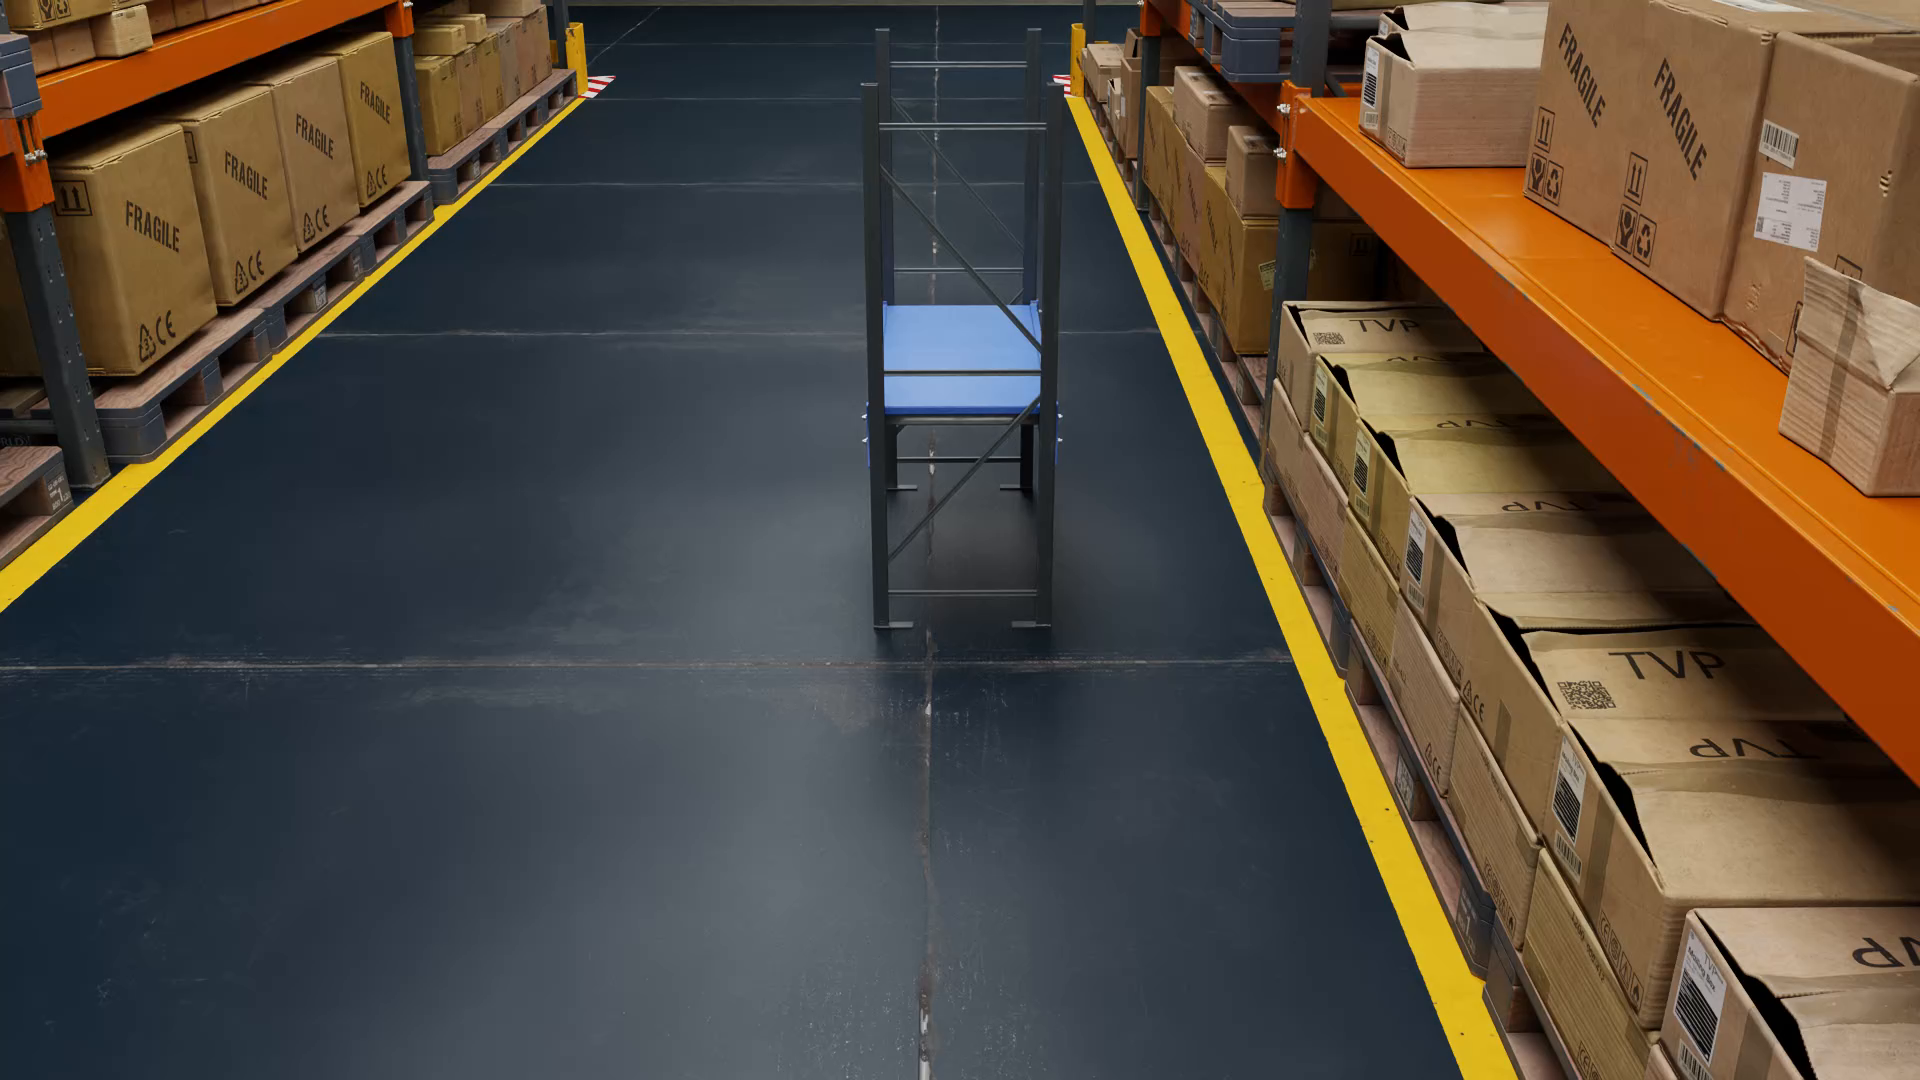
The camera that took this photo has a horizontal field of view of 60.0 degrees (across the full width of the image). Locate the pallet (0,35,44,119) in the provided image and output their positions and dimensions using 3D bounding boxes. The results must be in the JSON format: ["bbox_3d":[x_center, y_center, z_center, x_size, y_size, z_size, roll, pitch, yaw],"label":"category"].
[{"bbox_3d":[-3.304,-1.173,4.437,1.213,0.211,1.003,0,24,-1],"label":"pallet"}]

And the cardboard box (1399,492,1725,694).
[{"bbox_3d":[1.271,0.084,3.571,0.500,0.311,0.500,-1,24,-1],"label":"cardboard box"}]

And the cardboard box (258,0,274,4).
[{"bbox_3d":[-3.205,-2.435,7.275,0.380,0.149,0.250,-1,24,-2],"label":"cardboard box"}]

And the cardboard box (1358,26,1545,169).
[{"bbox_3d":[1.351,-1.168,4.300,0.500,0.311,0.500,-1,24,-1],"label":"cardboard box"}]

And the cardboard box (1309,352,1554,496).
[{"bbox_3d":[1.261,-0.338,4.504,0.500,0.311,0.500,-1,24,-2],"label":"cardboard box"}]

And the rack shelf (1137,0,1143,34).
[{"bbox_3d":[1.469,-3.722,10.713,1.077,0.370,4.000,0,24,-1],"label":"rack shelf"}]

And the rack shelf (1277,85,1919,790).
[{"bbox_3d":[1.557,-0.426,3.425,1.077,0.370,4.000,0,24,-1],"label":"rack shelf"}]

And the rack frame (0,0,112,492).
[{"bbox_3d":[-3.418,-1.554,5.046,1.000,3.000,0.127,0,24,-1],"label":"rack frame"}]

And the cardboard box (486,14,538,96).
[{"bbox_3d":[-3.392,-3.409,11.671,0.700,0.500,0.500,0,24,-1],"label":"cardboard box"}]

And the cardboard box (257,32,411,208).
[{"bbox_3d":[-3.325,-2.147,8.456,0.750,0.750,0.750,0,24,0],"label":"cardboard box"}]

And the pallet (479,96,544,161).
[{"bbox_3d":[-3.408,-2.749,11.073,1.003,0.211,1.213,0,24,-1],"label":"pallet"}]

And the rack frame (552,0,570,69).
[{"bbox_3d":[-3.506,-4.850,12.335,1.000,3.000,0.127,0,24,-1],"label":"rack frame"}]

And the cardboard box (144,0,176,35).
[{"bbox_3d":[-3.240,-2.009,6.333,0.380,0.149,0.250,0,24,1],"label":"cardboard box"}]

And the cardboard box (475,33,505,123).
[{"bbox_3d":[-3.373,-2.982,10.727,0.700,0.500,0.500,0,24,1],"label":"cardboard box"}]

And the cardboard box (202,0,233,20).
[{"bbox_3d":[-3.218,-2.217,6.793,0.380,0.149,0.250,0,24,0],"label":"cardboard box"}]

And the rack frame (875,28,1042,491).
[{"bbox_3d":[-0.005,-0.858,5.326,0.500,1.500,0.032,0,24,-1],"label":"rack frame"}]

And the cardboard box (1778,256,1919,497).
[{"bbox_3d":[1.385,-0.230,2.281,0.396,0.266,0.258,-1,24,-2],"label":"cardboard box"}]

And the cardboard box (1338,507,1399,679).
[{"bbox_3d":[1.265,0.122,4.167,0.500,0.250,0.500,-1,24,-2],"label":"cardboard box"}]

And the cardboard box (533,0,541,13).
[{"bbox_3d":[-3.214,-3.858,11.878,0.380,0.149,0.250,-1,24,-1],"label":"cardboard box"}]

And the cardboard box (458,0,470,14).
[{"bbox_3d":[-3.591,-3.649,11.415,0.380,0.149,0.250,0,24,0],"label":"cardboard box"}]

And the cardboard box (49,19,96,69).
[{"bbox_3d":[-3.184,-1.689,5.625,0.380,0.149,0.250,0,24,0],"label":"cardboard box"}]

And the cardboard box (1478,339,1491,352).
[{"bbox_3d":[1.787,-0.557,4.988,0.500,0.311,0.500,0,24,1],"label":"cardboard box"}]

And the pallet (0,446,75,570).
[{"bbox_3d":[-3.411,0.039,4.909,1.003,0.211,1.213,0,24,-1],"label":"pallet"}]

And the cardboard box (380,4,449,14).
[{"bbox_3d":[-3.584,-3.439,10.950,0.380,0.149,0.250,0,24,0],"label":"cardboard box"}]

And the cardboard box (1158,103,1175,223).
[{"bbox_3d":[1.270,-1.867,8.238,0.500,0.500,0.500,0,24,0],"label":"cardboard box"}]

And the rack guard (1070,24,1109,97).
[{"bbox_3d":[1.448,-3.704,12.833,1.175,0.500,0.348,0,24,-1],"label":"rack guard"}]

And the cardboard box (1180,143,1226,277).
[{"bbox_3d":[1.273,-1.453,7.322,0.500,0.500,0.500,-1,24,-3],"label":"cardboard box"}]

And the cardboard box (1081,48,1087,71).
[{"bbox_3d":[1.109,-3.602,12.499,0.380,0.149,0.250,0,24,-1],"label":"cardboard box"}]

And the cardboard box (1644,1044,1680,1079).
[{"bbox_3d":[1.284,0.962,2.309,0.500,0.250,0.500,0,24,-1],"label":"cardboard box"}]

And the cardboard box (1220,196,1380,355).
[{"bbox_3d":[1.290,-1.024,6.373,0.500,0.500,0.500,1,24,2],"label":"cardboard box"}]

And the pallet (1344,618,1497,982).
[{"bbox_3d":[1.515,0.534,3.814,1.003,0.211,1.213,0,24,-1],"label":"pallet"}]

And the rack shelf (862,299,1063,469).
[{"bbox_3d":[0.001,-0.484,4.937,0.538,0.185,1.000,0,24,-1],"label":"rack shelf"}]

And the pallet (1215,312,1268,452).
[{"bbox_3d":[1.565,-0.615,6.354,1.003,0.211,1.213,0,24,-1],"label":"pallet"}]

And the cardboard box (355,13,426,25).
[{"bbox_3d":[-3.578,-3.228,10.484,0.380,0.149,0.250,0,24,0],"label":"cardboard box"}]

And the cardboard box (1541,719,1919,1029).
[{"bbox_3d":[1.276,0.496,2.659,0.500,0.311,0.500,0,24,1],"label":"cardboard box"}]

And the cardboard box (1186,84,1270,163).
[{"bbox_3d":[1.270,-1.810,7.202,0.500,0.250,0.500,-1,24,-2],"label":"cardboard box"}]

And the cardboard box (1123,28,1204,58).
[{"bbox_3d":[1.466,-3.063,10.878,0.797,0.503,0.637,0,24,-1],"label":"cardboard box"}]

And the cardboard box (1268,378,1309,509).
[{"bbox_3d":[1.247,-0.299,5.099,0.500,0.250,0.500,0,24,-1],"label":"cardboard box"}]

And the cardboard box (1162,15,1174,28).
[{"bbox_3d":[1.700,-3.713,12.319,0.500,0.500,0.500,0,24,-1],"label":"cardboard box"}]

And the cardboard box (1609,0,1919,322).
[{"bbox_3d":[1.575,-0.715,3.070,0.500,0.500,0.500,0,24,0],"label":"cardboard box"}]

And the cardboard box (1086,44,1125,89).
[{"bbox_3d":[1.175,-3.391,11.909,0.500,0.250,0.500,0,24,-1],"label":"cardboard box"}]

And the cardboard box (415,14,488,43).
[{"bbox_3d":[-3.195,-3.216,10.457,0.380,0.149,0.250,-1,24,-2],"label":"cardboard box"}]

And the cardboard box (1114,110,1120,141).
[{"bbox_3d":[1.137,-2.515,10.097,0.380,0.149,0.250,0,24,-1],"label":"cardboard box"}]

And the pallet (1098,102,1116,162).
[{"bbox_3d":[1.469,-2.742,11.058,1.003,0.211,1.213,0,24,-1],"label":"pallet"}]

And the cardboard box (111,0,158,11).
[{"bbox_3d":[-3.164,-2.161,5.882,0.500,0.500,0.500,1,24,1],"label":"cardboard box"}]

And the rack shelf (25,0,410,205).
[{"bbox_3d":[-3.440,-2.050,7.016,1.077,0.370,4.000,0,24,-1],"label":"rack shelf"}]

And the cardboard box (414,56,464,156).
[{"bbox_3d":[-3.368,-2.563,9.801,0.700,0.500,0.500,0,24,0],"label":"cardboard box"}]

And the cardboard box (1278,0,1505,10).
[{"bbox_3d":[1.415,-2.074,5.564,0.700,0.500,0.500,-9,26,-18],"label":"cardboard box"}]

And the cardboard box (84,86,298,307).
[{"bbox_3d":[-3.298,-1.430,6.872,0.750,0.750,0.750,0,24,-1],"label":"cardboard box"}]

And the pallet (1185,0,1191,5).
[{"bbox_3d":[1.509,-2.292,6.910,1.003,0.211,1.213,0,24,-1],"label":"pallet"}]

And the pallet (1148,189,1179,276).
[{"bbox_3d":[1.538,-1.620,8.577,1.003,0.211,1.213,0,24,-1],"label":"pallet"}]

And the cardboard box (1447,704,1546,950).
[{"bbox_3d":[1.274,0.543,3.236,0.500,0.250,0.500,0,24,1],"label":"cardboard box"}]

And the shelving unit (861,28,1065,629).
[{"bbox_3d":[0.001,-0.648,4.863,0.538,1.500,1.048,0,24,-1],"label":"shelving unit"}]

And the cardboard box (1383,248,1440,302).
[{"bbox_3d":[1.816,-0.828,5.941,0.500,0.500,0.500,1,24,2],"label":"cardboard box"}]

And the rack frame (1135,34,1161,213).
[{"bbox_3d":[1.491,-3.226,8.743,1.000,3.000,0.127,0,24,-1],"label":"rack frame"}]

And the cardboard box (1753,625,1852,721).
[{"bbox_3d":[1.816,0.285,3.125,0.500,0.311,0.500,-1,24,-2],"label":"cardboard box"}]

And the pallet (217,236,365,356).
[{"bbox_3d":[-3.362,-1.110,7.448,1.003,0.211,1.213,0,24,-1],"label":"pallet"}]
